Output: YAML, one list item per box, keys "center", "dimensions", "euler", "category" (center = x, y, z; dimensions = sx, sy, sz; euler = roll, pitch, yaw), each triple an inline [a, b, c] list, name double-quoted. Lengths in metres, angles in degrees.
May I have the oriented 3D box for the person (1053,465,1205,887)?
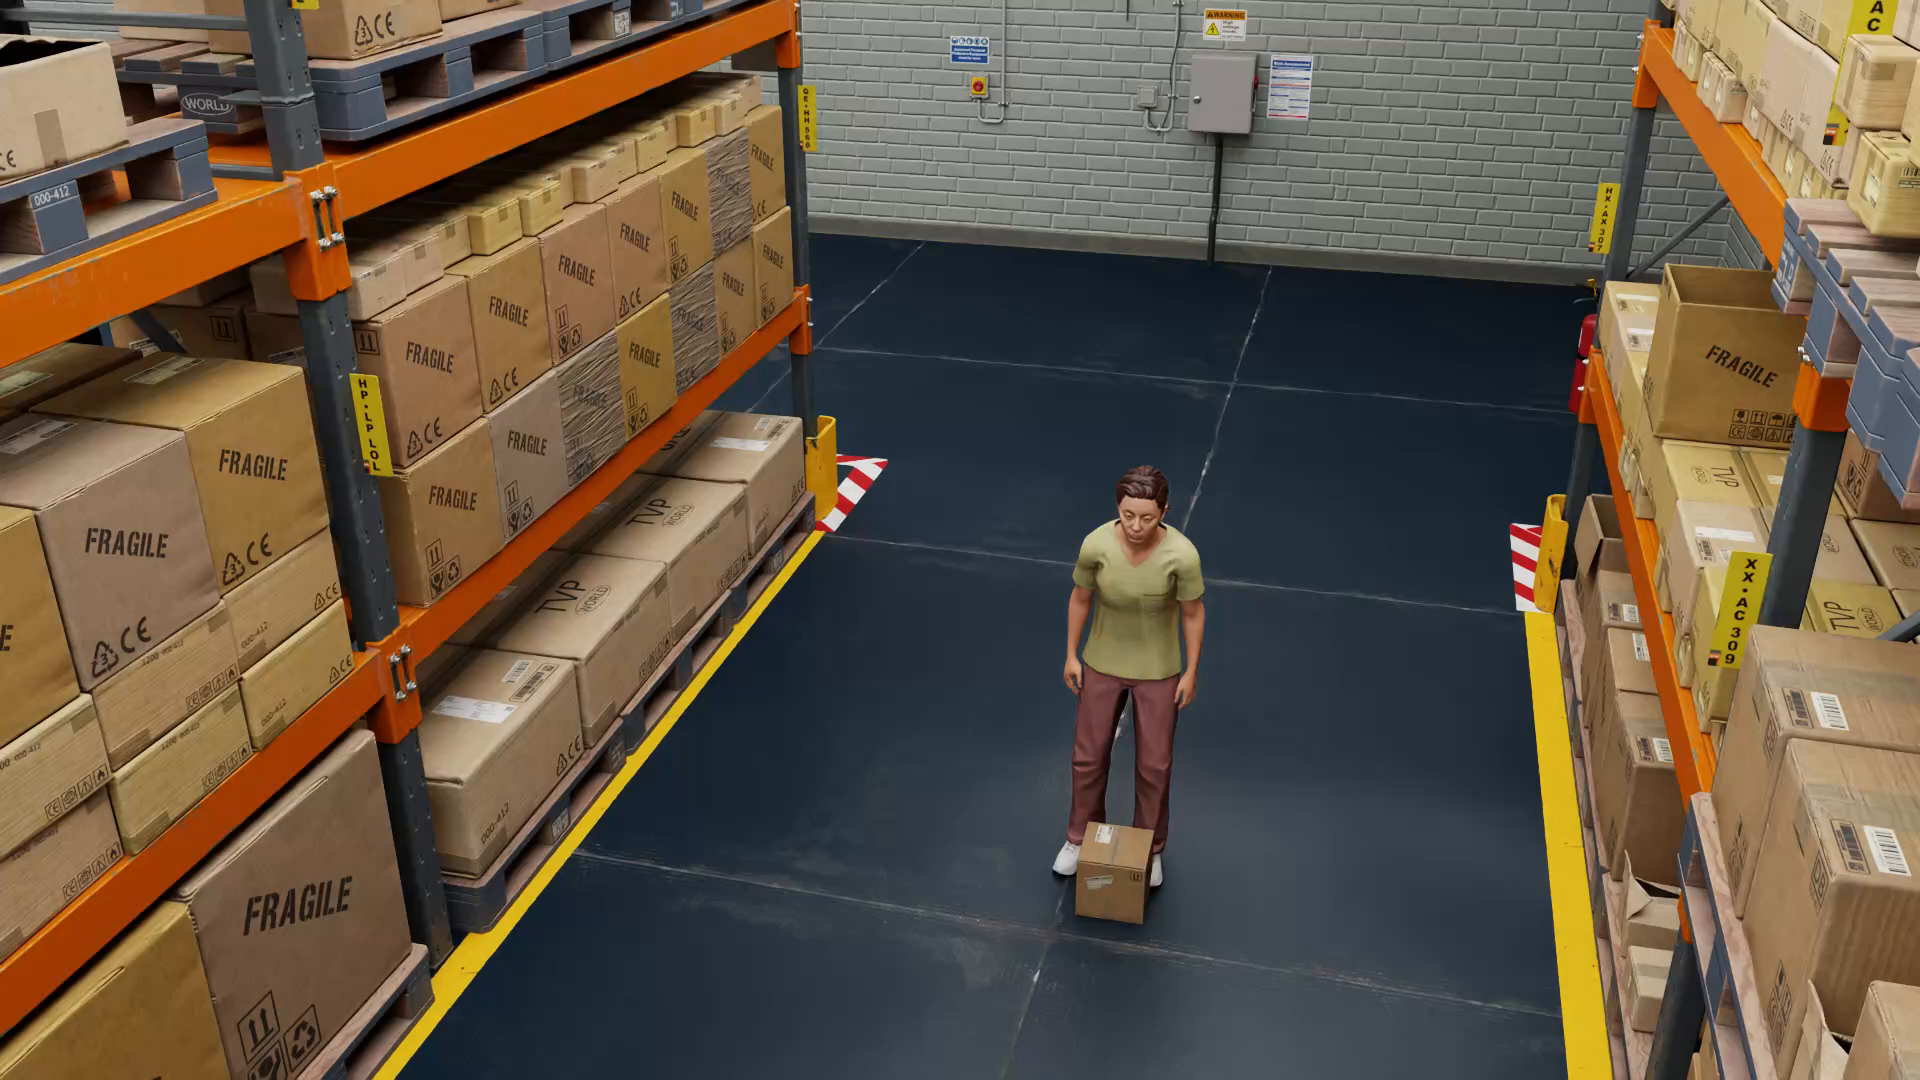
- center: [0.626, 0.488, 6.084]
  dimensions: [0.499, 1.673, 0.357]
  euler: [7, 26, 13]
  category: "person"
